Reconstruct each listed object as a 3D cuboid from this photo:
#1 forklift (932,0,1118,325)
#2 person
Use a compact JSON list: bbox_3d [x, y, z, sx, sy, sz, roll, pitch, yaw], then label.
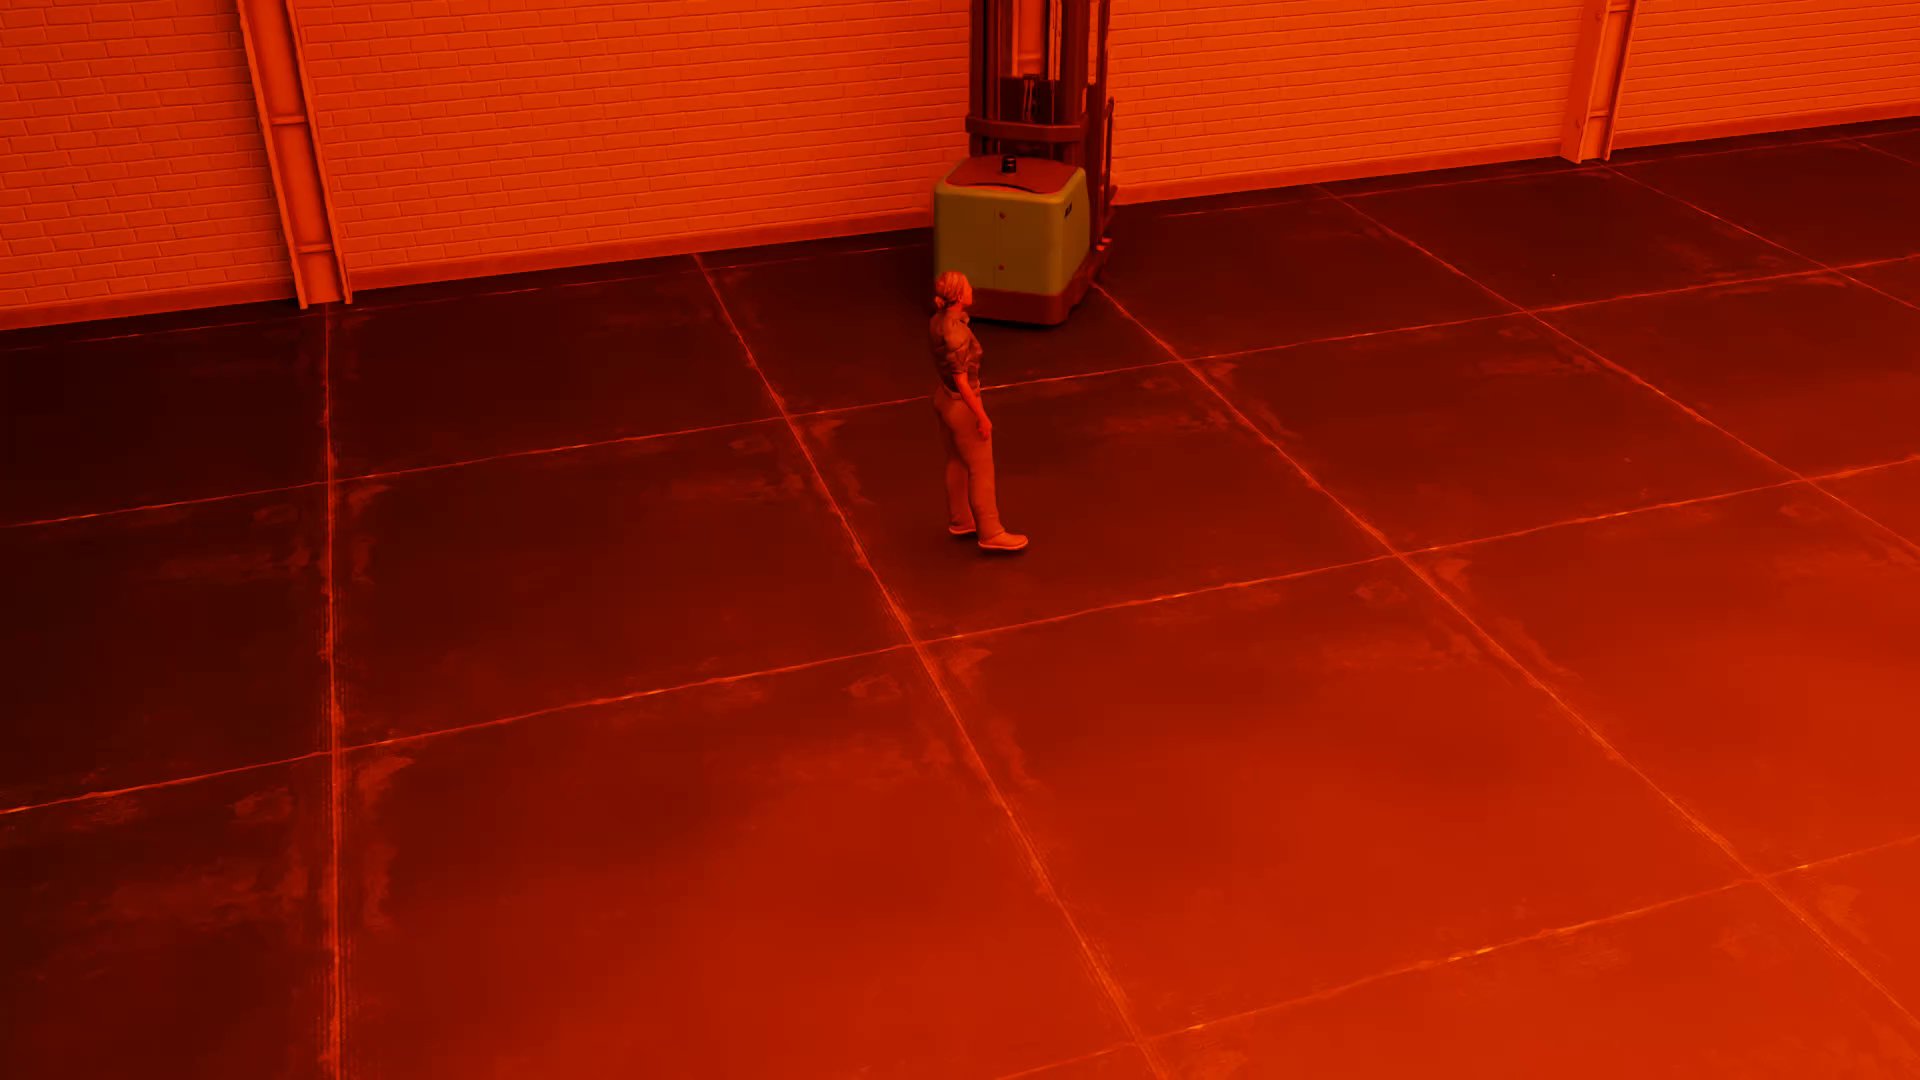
[{"bbox_3d":[0.685,-3.640,13.413,1.130,2.935,3.031,8,31,14],"label":"forklift"},{"bbox_3d":[0.089,-0.762,9.598,0.504,1.654,0.569,-10,31,-16],"label":"person"}]
